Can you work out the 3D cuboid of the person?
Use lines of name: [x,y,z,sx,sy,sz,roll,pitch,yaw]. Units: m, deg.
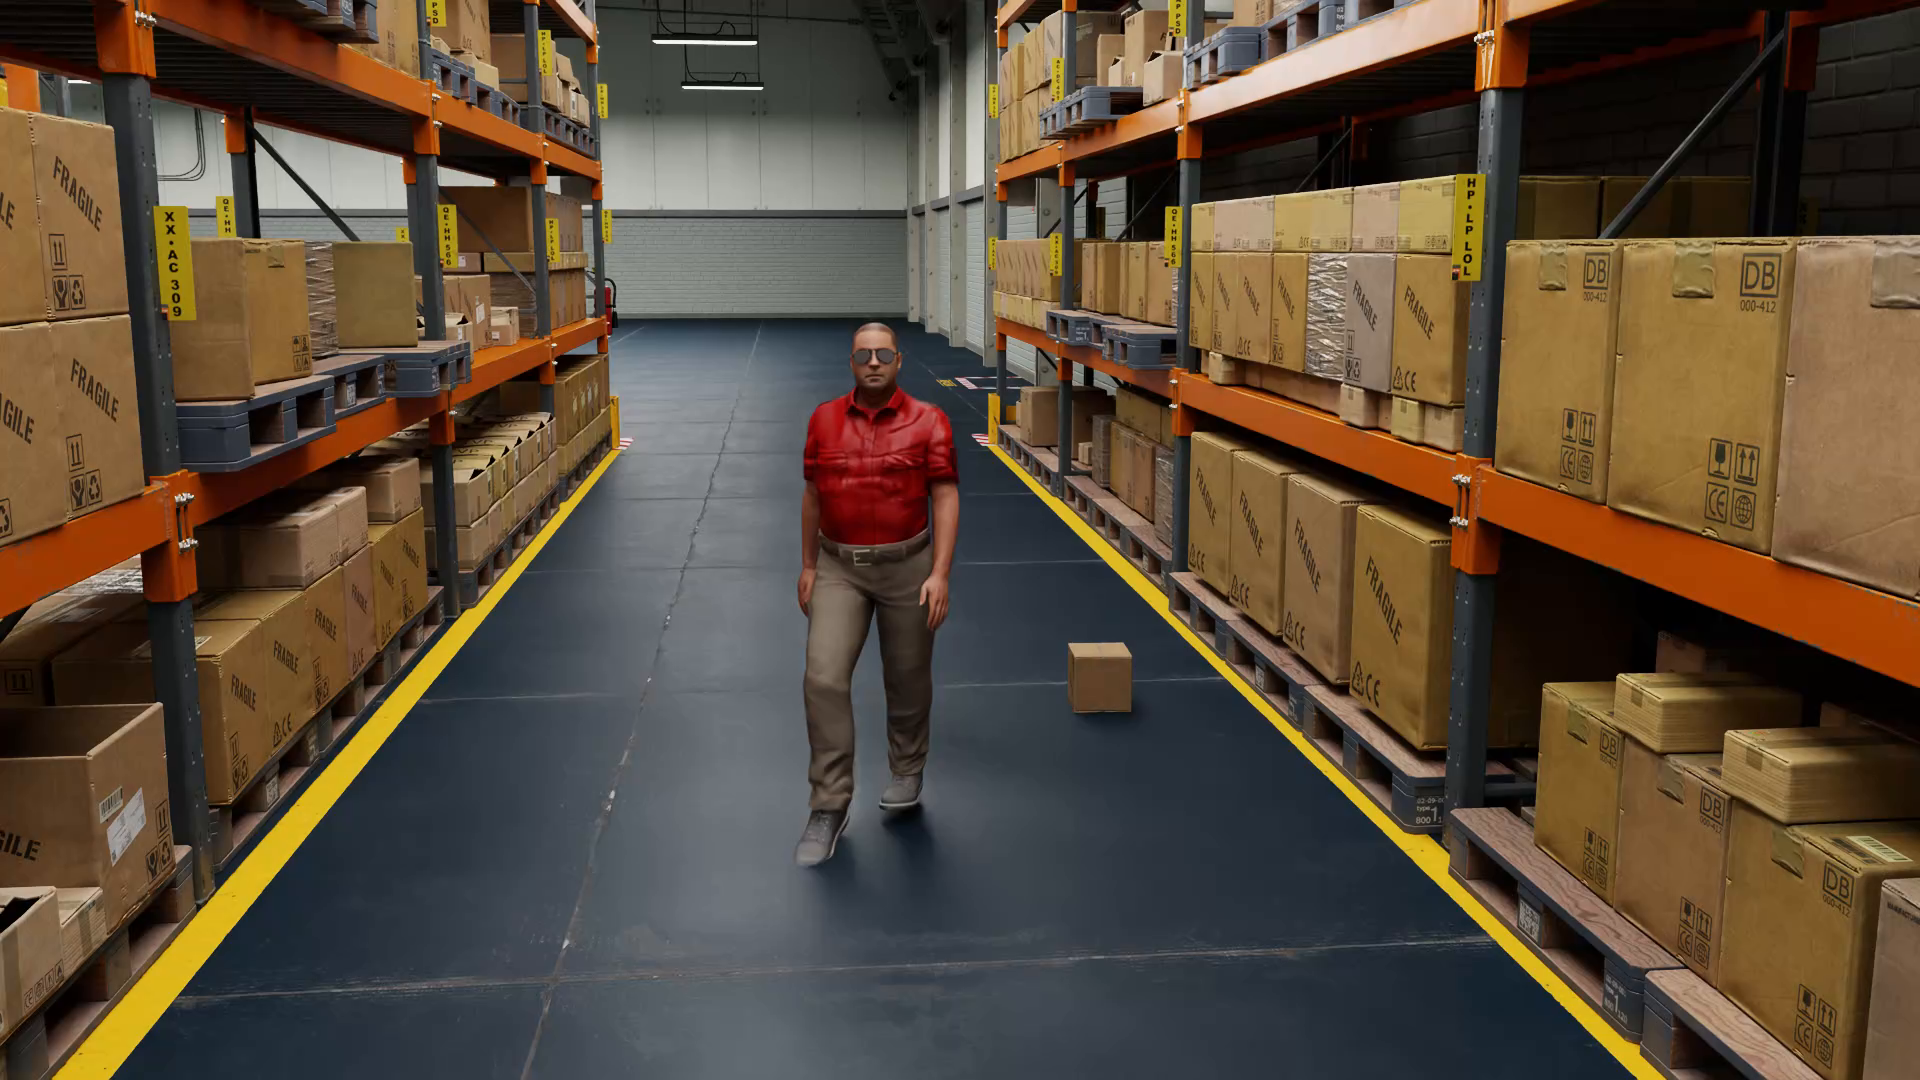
person: [-0.294,0.168,5.597,0.586,1.781,0.740,1,10,5]
